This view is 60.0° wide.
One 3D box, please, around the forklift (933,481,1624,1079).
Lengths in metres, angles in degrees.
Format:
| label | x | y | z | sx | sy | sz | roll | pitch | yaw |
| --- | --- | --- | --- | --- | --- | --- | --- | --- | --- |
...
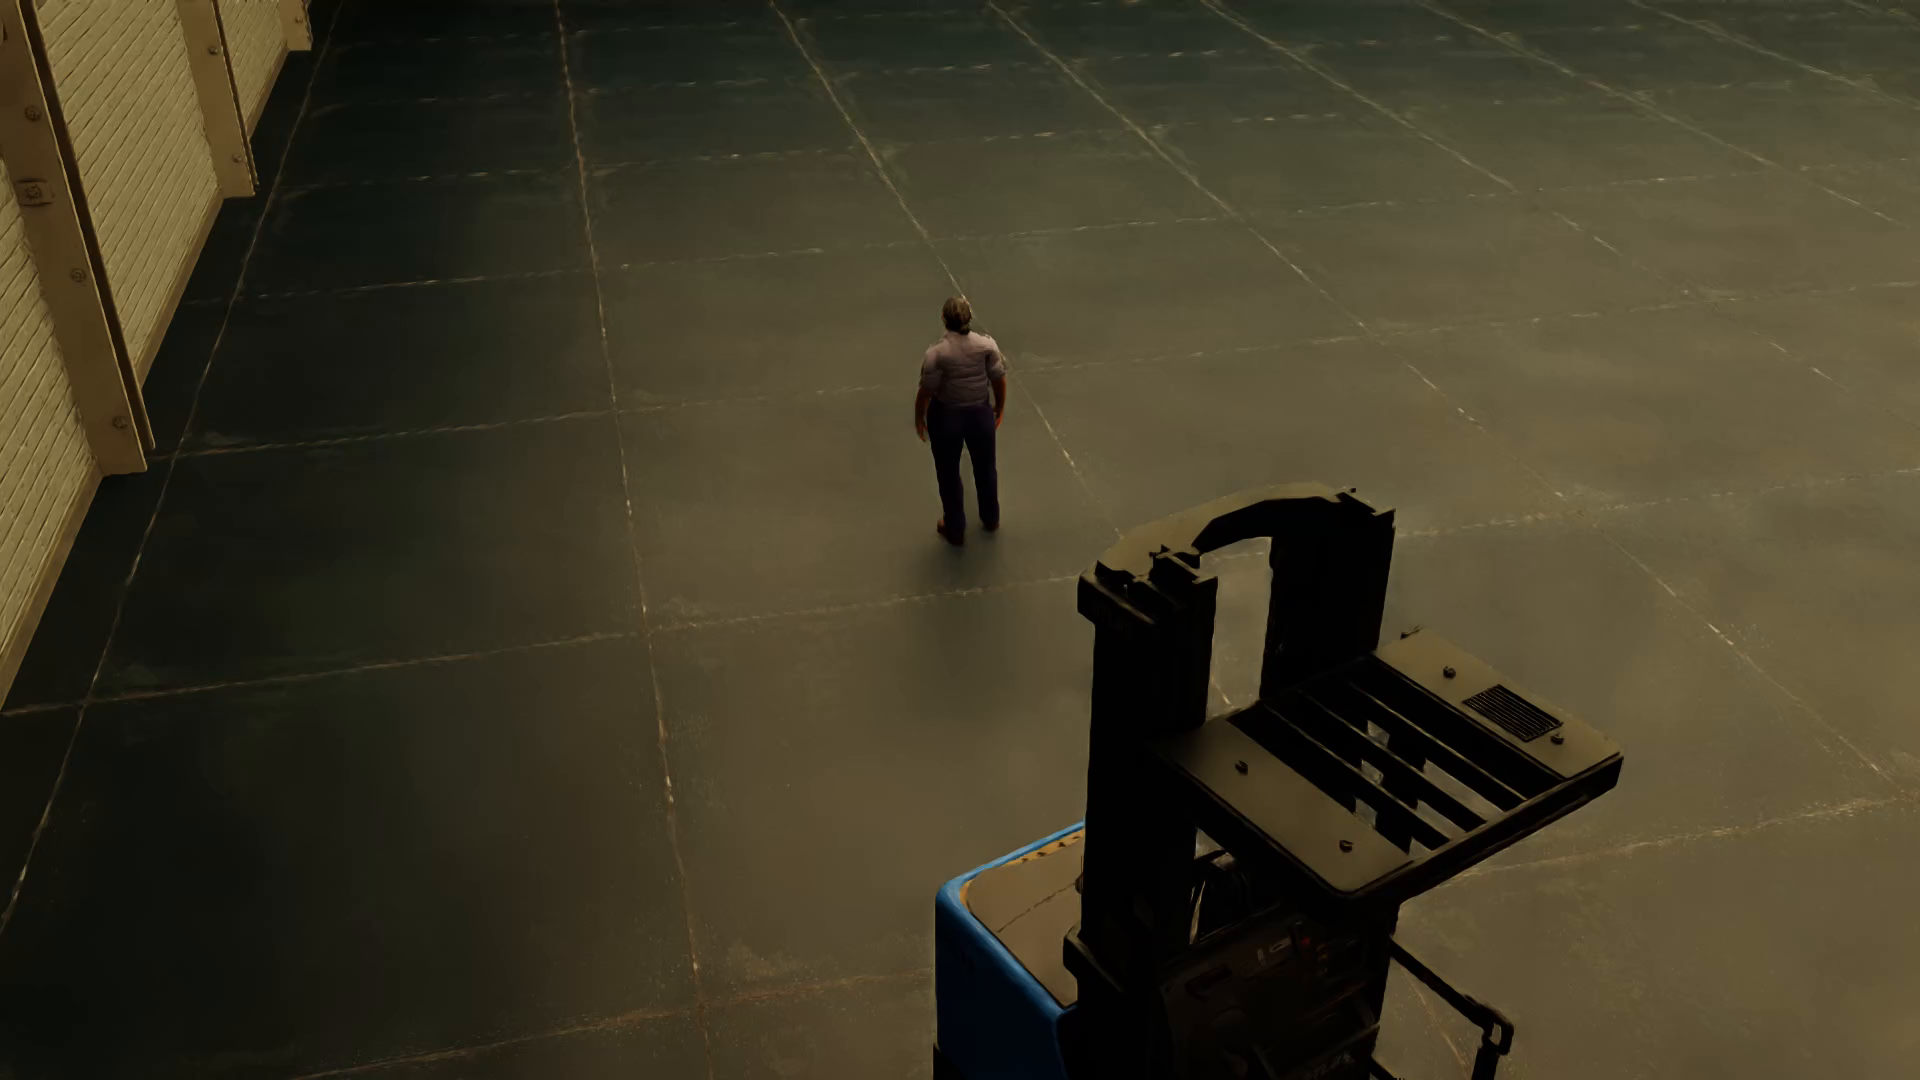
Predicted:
| label | x | y | z | sx | sy | sz | roll | pitch | yaw |
| --- | --- | --- | --- | --- | --- | --- | --- | --- | --- |
| forklift | 1.126 | 1.422 | 5.118 | 1.130 | 2.935 | 3.031 | -18 | 35 | -29 |

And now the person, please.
| label | x | y | z | sx | sy | sz | roll | pitch | yaw |
| --- | --- | --- | --- | --- | --- | --- | --- | --- | --- |
| person | 0.001 | -0.766 | 10.164 | 0.599 | 1.650 | 0.502 | -7 | 31 | -12 |
